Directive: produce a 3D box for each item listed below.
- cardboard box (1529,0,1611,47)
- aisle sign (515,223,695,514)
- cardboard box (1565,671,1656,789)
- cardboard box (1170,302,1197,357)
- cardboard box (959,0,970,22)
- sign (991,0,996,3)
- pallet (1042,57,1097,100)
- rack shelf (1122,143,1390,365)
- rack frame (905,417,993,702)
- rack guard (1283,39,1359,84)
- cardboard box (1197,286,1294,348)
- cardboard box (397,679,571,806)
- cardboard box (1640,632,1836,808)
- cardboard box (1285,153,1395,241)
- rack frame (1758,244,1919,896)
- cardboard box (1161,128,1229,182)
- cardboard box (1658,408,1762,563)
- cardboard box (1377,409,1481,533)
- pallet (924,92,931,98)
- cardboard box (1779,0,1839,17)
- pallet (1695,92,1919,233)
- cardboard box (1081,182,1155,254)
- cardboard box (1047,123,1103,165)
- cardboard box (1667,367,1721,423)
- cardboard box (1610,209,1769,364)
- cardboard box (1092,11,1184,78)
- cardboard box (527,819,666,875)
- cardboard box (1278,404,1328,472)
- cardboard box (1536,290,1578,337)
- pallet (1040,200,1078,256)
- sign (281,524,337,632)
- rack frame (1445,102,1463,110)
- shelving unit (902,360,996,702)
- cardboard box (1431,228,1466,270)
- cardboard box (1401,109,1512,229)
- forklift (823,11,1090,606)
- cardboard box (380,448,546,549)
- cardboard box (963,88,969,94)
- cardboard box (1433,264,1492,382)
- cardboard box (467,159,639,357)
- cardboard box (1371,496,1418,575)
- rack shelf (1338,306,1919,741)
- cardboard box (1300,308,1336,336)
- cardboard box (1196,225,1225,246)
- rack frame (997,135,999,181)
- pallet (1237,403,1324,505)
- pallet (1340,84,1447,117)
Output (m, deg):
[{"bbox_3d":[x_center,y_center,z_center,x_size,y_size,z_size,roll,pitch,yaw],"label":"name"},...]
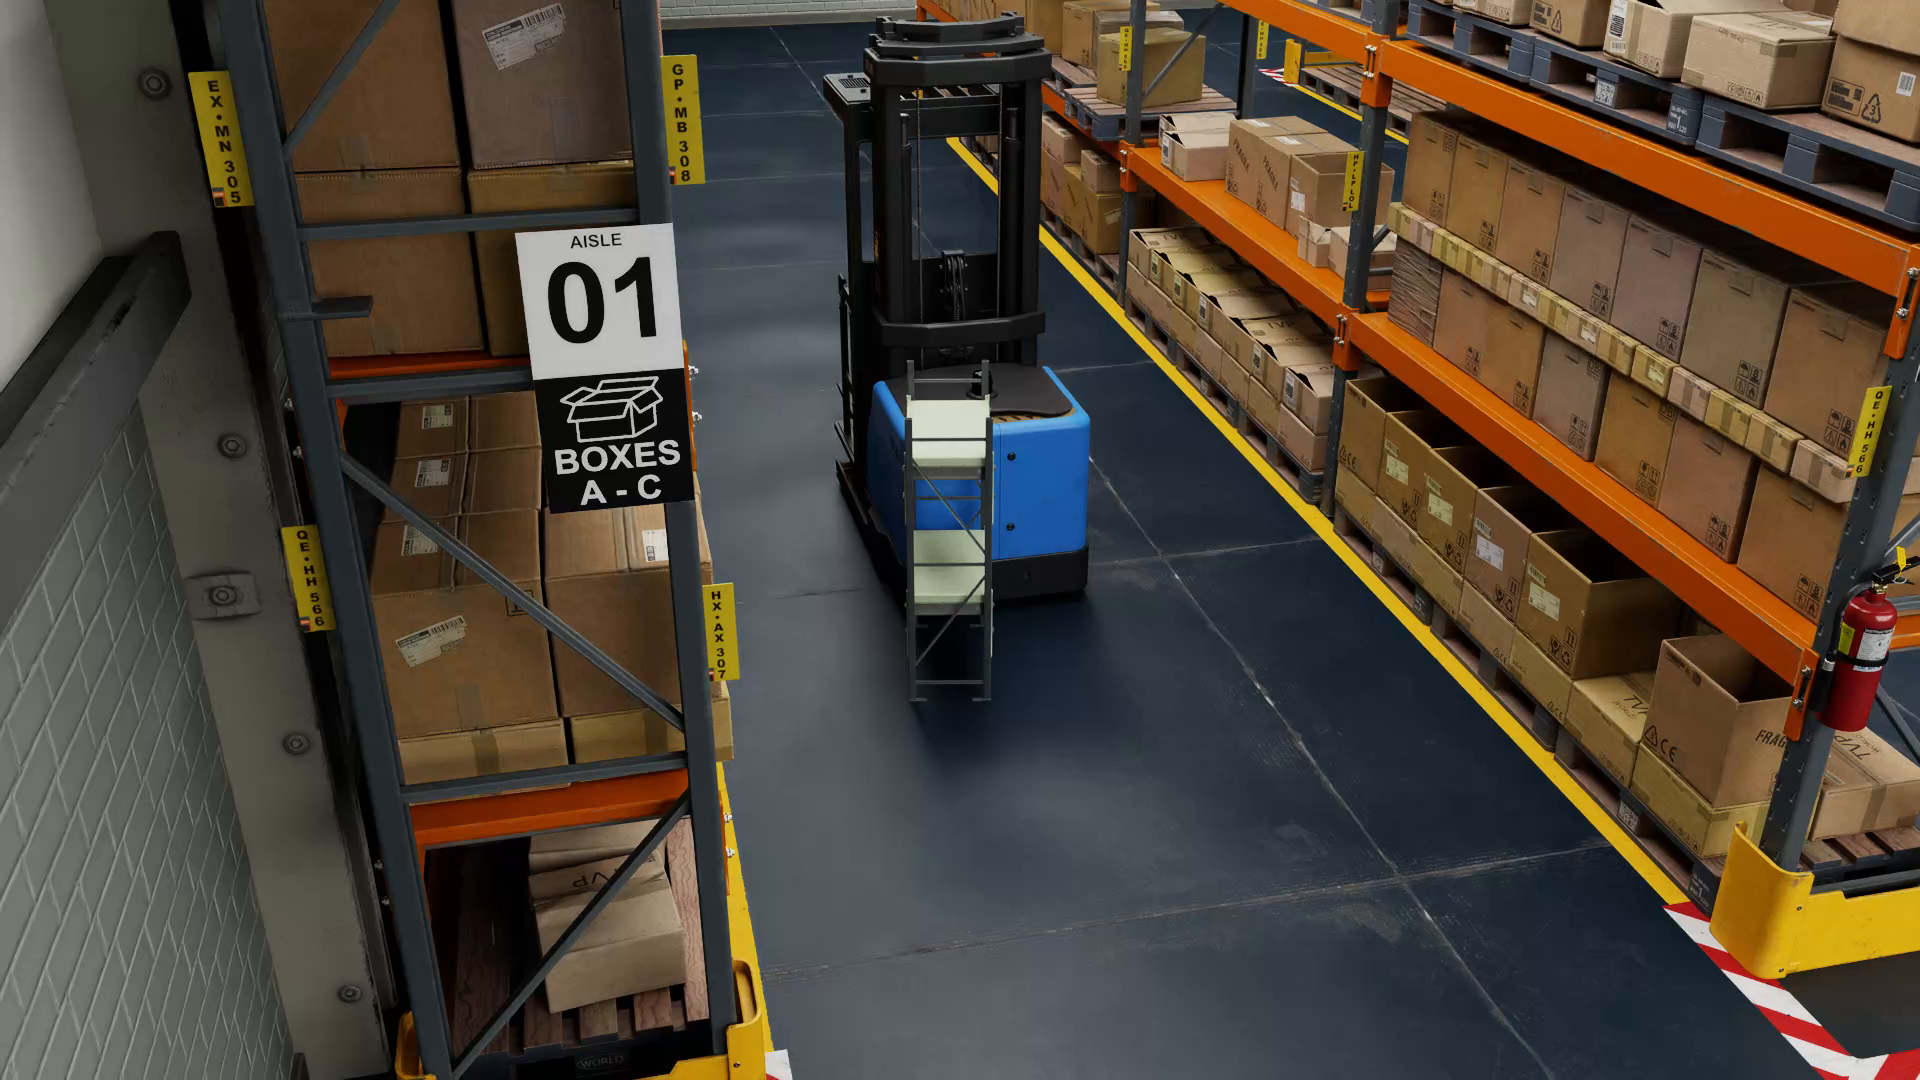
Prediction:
[{"bbox_3d":[2.933,-2.443,7.196,0.797,0.503,0.637,-3,27,-6],"label":"cardboard box"},{"bbox_3d":[-0.931,-0.442,4.412,0.394,0.787,0.004,-6,27,-12],"label":"aisle sign"},{"bbox_3d":[3.053,0.829,7.365,0.500,0.250,0.500,-6,27,-12],"label":"cardboard box"},{"bbox_3d":[1.853,-1.552,12.081,0.500,0.250,0.500,-7,28,-13],"label":"cardboard box"},{"bbox_3d":[0.284,-5.745,17.692,0.500,0.500,0.500,-5,27,-10],"label":"cardboard box"},{"bbox_3d":[0.355,-5.384,16.126,0.100,0.325,0.005,-6,27,-12],"label":"sign"},{"bbox_3d":[1.341,-4.067,14.692,1.003,0.211,1.213,-6,27,-12],"label":"pallet"},{"bbox_3d":[2.234,-2.100,11.381,1.077,0.370,4.000,-6,27,-12],"label":"rack shelf"},{"bbox_3d":[-0.050,0.120,7.848,0.400,1.500,0.023,0,27,-1],"label":"rack frame"},{"bbox_3d":[4.789,-6.206,21.491,1.175,0.500,0.348,-6,27,-12],"label":"rack guard"},{"bbox_3d":[1.971,-1.571,11.496,0.500,0.311,0.500,-6,27,-12],"label":"cardboard box"},{"bbox_3d":[-1.533,0.590,5.397,0.500,0.250,0.500,-6,27,-11],"label":"cardboard box"},{"bbox_3d":[3.176,0.713,6.763,0.500,0.500,0.500,-6,27,-12],"label":"cardboard box"},{"bbox_3d":[2.409,-2.158,10.586,0.500,0.500,0.500,-4,27,-8],"label":"cardboard box"},{"bbox_3d":[3.586,0.212,6.000,1.000,3.000,0.127,-6,27,-12],"label":"rack frame"},{"bbox_3d":[1.796,-2.847,12.161,0.500,0.311,0.500,-6,27,-12],"label":"cardboard box"},{"bbox_3d":[3.371,-0.268,6.842,0.700,0.500,0.500,-5,27,-10],"label":"cardboard box"},{"bbox_3d":[2.605,-0.384,8.936,0.500,0.500,0.500,-6,27,-12],"label":"cardboard box"},{"bbox_3d":[0.178,-5.183,19.785,1.003,0.211,1.213,-6,27,-12],"label":"pallet"},{"bbox_3d":[3.478,-2.178,6.675,0.500,0.500,0.500,-6,27,-12],"label":"cardboard box"},{"bbox_3d":[3.452,-1.400,5.964,1.003,0.211,1.213,-6,27,-12],"label":"pallet"},{"bbox_3d":[1.344,-2.767,14.189,0.500,0.500,0.500,-5,27,-10],"label":"cardboard box"},{"bbox_3d":[1.093,-3.575,14.957,0.500,0.250,0.500,-6,27,-13],"label":"cardboard box"},{"bbox_3d":[3.142,-0.608,6.794,0.380,0.149,0.250,-6,27,-11],"label":"cardboard box"},{"bbox_3d":[3.243,-1.092,7.035,0.700,0.500,0.500,-6,27,-11],"label":"cardboard box"},{"bbox_3d":[1.512,-4.218,14.200,0.700,0.500,0.500,-1,27,-2],"label":"cardboard box"},{"bbox_3d":[-1.436,1.158,6.623,0.500,0.311,0.500,-4,27,-7],"label":"cardboard box"},{"bbox_3d":[2.309,-0.656,10.306,0.500,0.250,0.500,-6,27,-12],"label":"cardboard box"},{"bbox_3d":[2.909,-1.060,7.691,0.380,0.149,0.250,-6,27,-12],"label":"cardboard box"},{"bbox_3d":[1.381,-2.921,15.303,1.003,0.211,1.213,-6,27,-12],"label":"pallet"},{"bbox_3d":[-1.784,0.107,4.574,0.100,0.325,0.005,-6,27,-12],"label":"sign"},{"bbox_3d":[5.709,-5.557,17.431,1.000,3.000,0.127,-6,27,-12],"label":"rack frame"},{"bbox_3d":[-0.055,-0.045,8.175,0.431,1.500,0.755,0,27,-1],"label":"shelving unit"},{"bbox_3d":[2.673,-1.517,8.595,0.380,0.149,0.250,-7,28,-13],"label":"cardboard box"},{"bbox_3d":[2.791,-1.973,8.780,0.700,0.500,0.500,-6,27,-11],"label":"cardboard box"},{"bbox_3d":[-0.150,-1.584,9.636,1.130,2.935,3.031,-6,27,-12],"label":"forklift"},{"bbox_3d":[-1.656,0.033,5.668,0.500,0.500,0.500,-6,27,-11],"label":"cardboard box"},{"bbox_3d":[0.454,-4.962,18.534,0.797,0.503,0.637,-6,27,-12],"label":"cardboard box"},{"bbox_3d":[2.916,-1.163,8.615,0.700,0.500,0.500,-6,27,-12],"label":"cardboard box"},{"bbox_3d":[-1.071,-0.848,4.639,0.500,0.500,0.500,-5,27,-10],"label":"cardboard box"},{"bbox_3d":[2.602,-0.049,9.104,0.500,0.250,0.500,-6,27,-12],"label":"cardboard box"},{"bbox_3d":[3.136,-0.344,7.902,1.077,0.370,4.000,-6,27,-12],"label":"rack shelf"},{"bbox_3d":[2.609,-1.408,11.174,0.500,0.311,0.500,-7,28,-13],"label":"cardboard box"},{"bbox_3d":[2.141,-2.305,12.951,0.500,0.311,0.500,-5,27,-10],"label":"cardboard box"},{"bbox_3d":[0.882,-5.056,16.437,1.000,3.000,0.127,-6,27,-12],"label":"rack frame"},{"bbox_3d":[2.481,-0.618,10.740,1.003,0.211,1.213,-6,27,-12],"label":"pallet"},{"bbox_3d":[5.227,-5.168,19.754,1.003,0.211,1.213,-6,27,-12],"label":"pallet"}]
